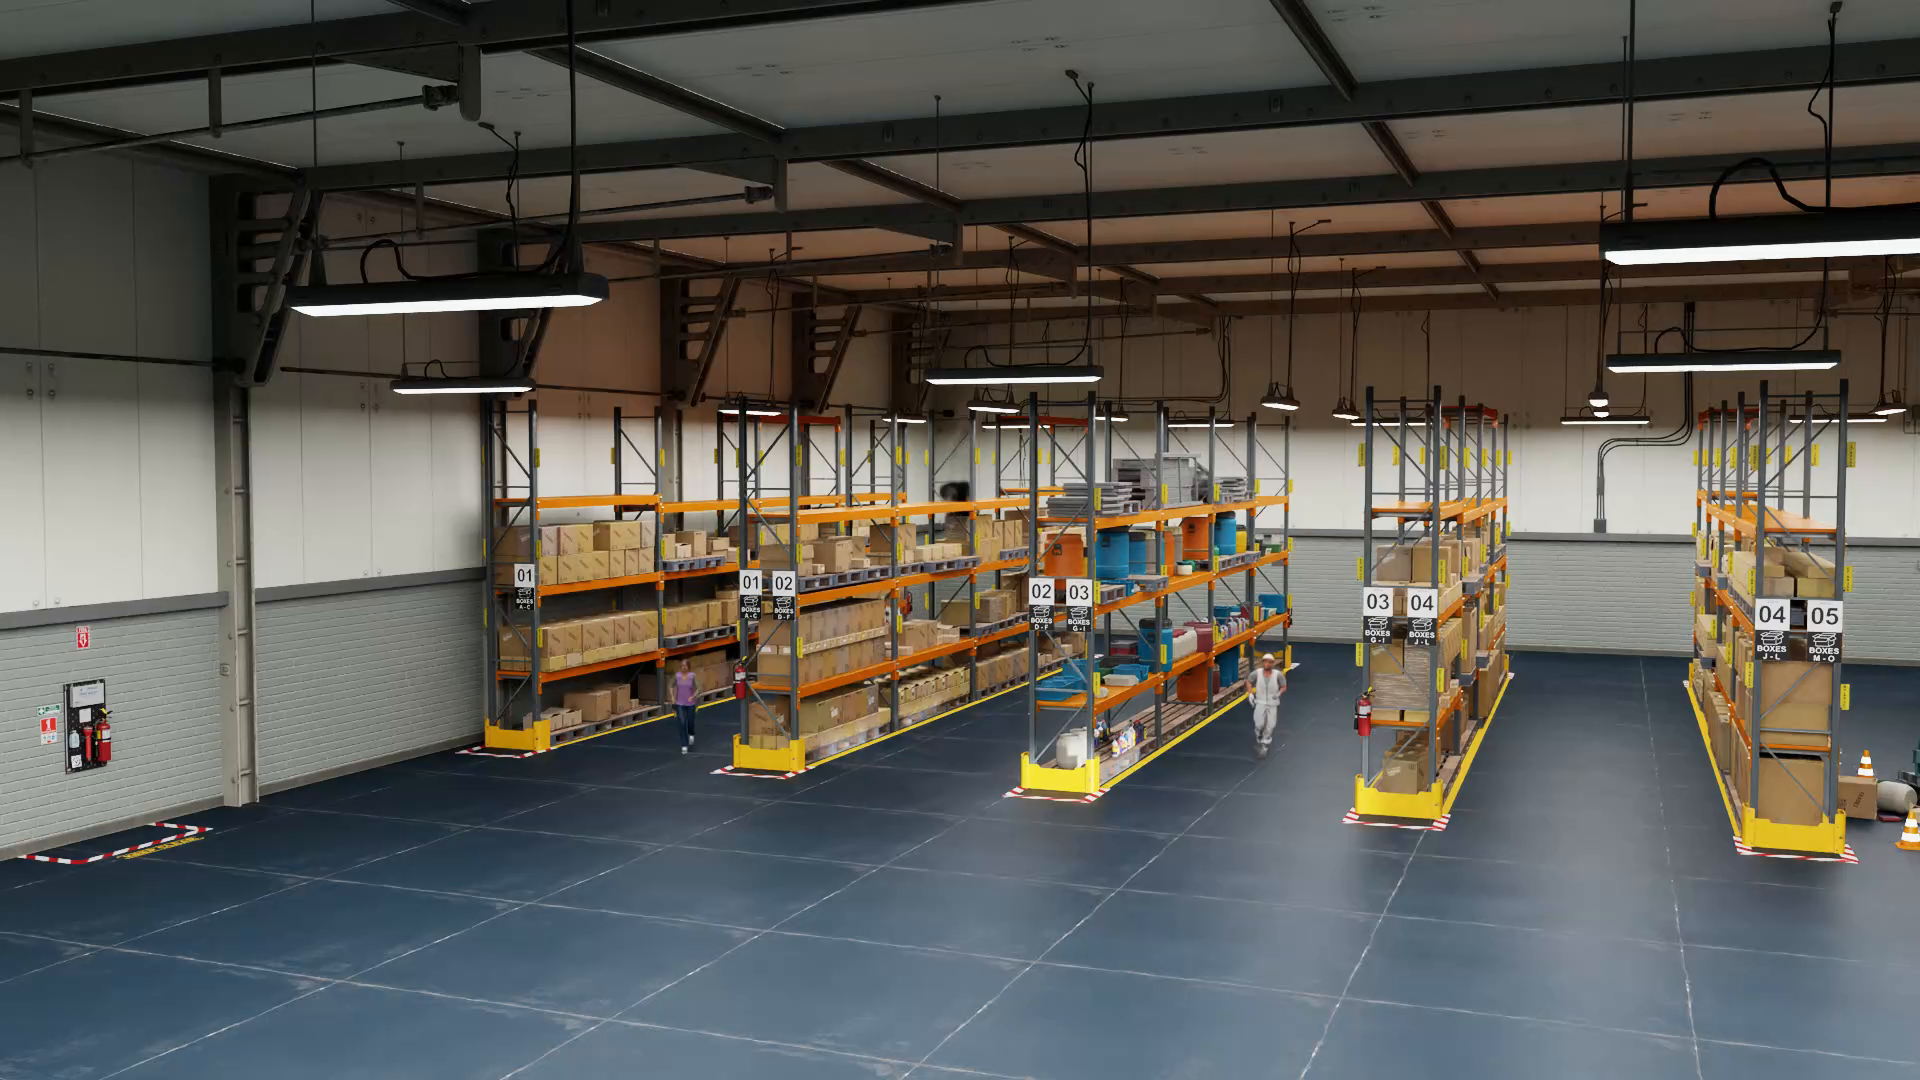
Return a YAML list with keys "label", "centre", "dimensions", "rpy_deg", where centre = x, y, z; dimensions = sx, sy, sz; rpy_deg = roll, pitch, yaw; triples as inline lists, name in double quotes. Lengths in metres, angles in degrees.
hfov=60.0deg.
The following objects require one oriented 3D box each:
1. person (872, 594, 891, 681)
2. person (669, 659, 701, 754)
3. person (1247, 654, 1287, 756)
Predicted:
- label: "person"
  centre: [-1.650, 2.093, 35.742]
  dimensions: [0.642, 1.888, 0.785]
  rpy_deg: [1, 3, 13]
- label: "person"
  centre: [-4.687, 2.813, 28.343]
  dimensions: [0.556, 1.584, 0.719]
  rpy_deg: [0, 3, -5]
- label: "person"
  centre: [5.105, 2.757, 27.672]
  dimensions: [0.658, 1.736, 0.613]
  rpy_deg: [0, 3, 9]
